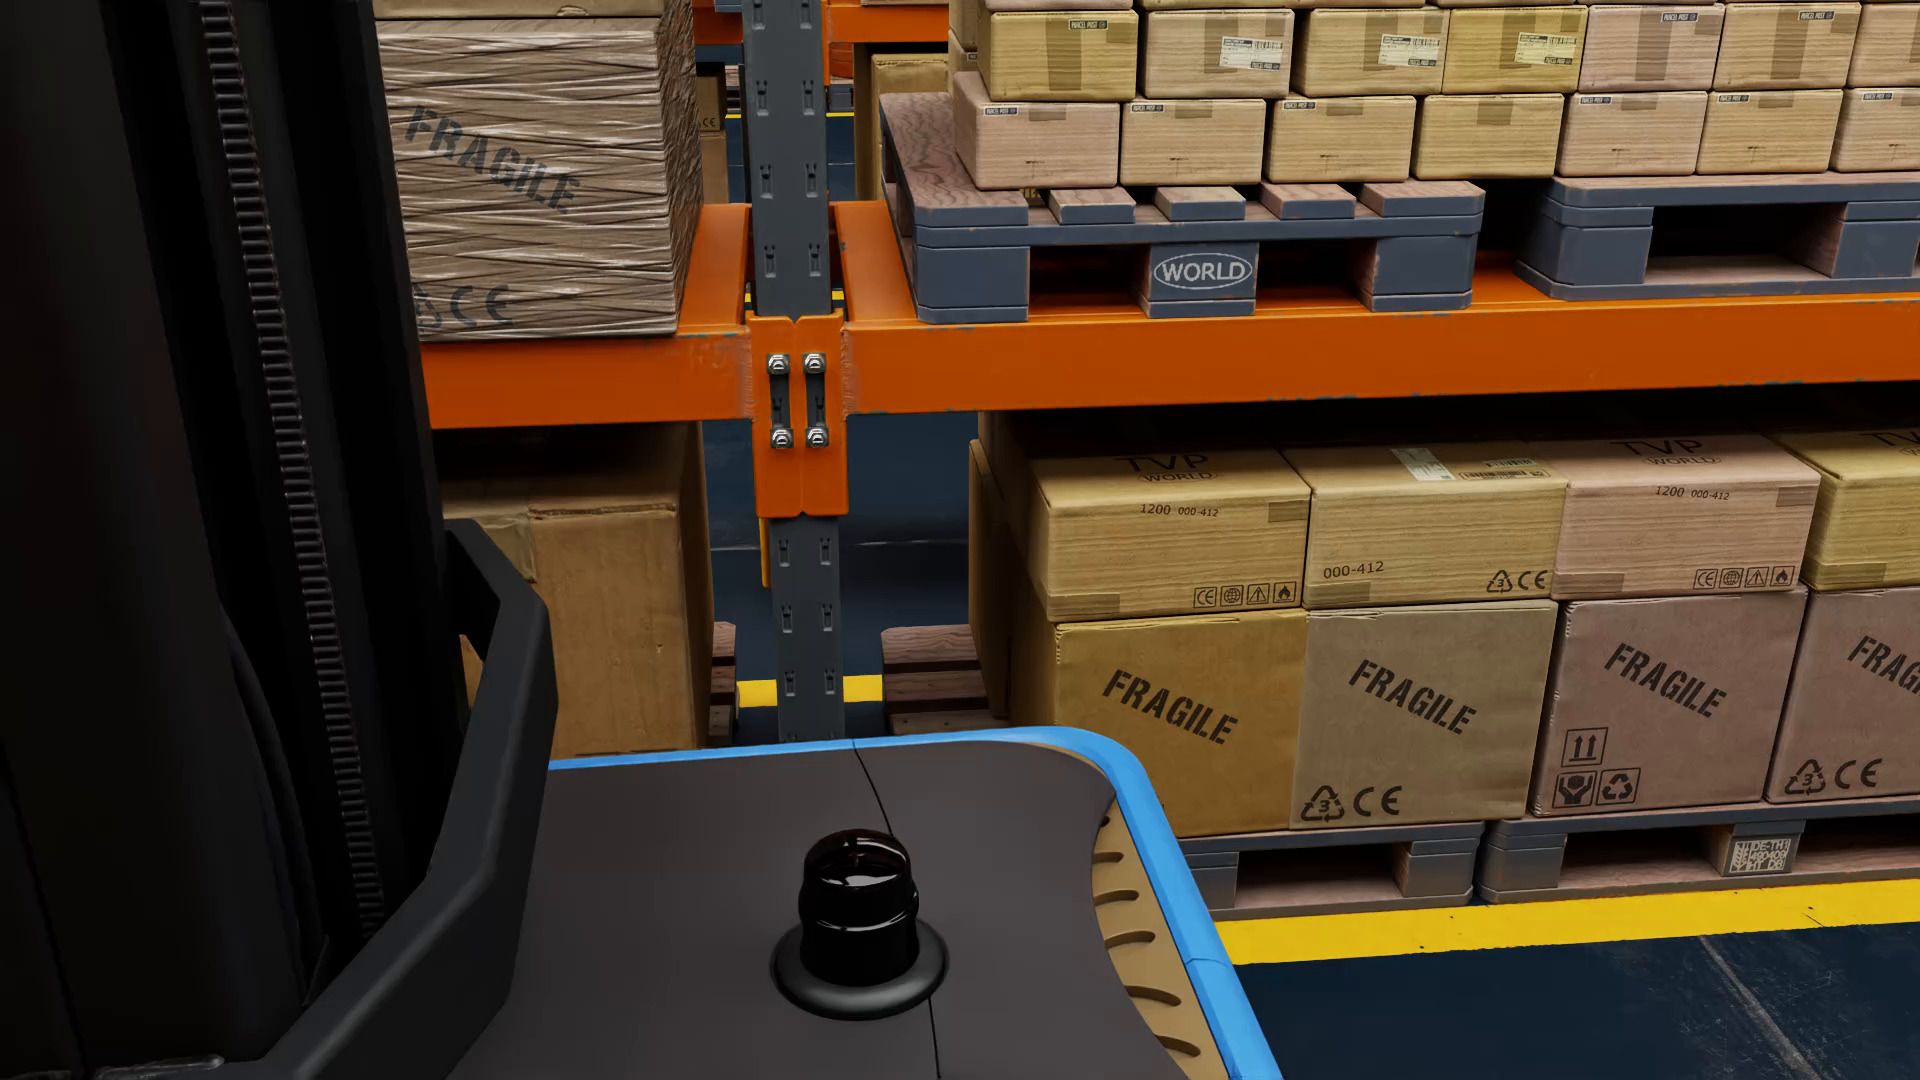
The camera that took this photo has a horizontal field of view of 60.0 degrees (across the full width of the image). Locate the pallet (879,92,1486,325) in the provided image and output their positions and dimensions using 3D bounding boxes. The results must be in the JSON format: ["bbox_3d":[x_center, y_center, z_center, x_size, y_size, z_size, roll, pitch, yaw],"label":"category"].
[{"bbox_3d":[0.366,-0.730,3.436,1.003,0.211,1.213,-2,24,-5],"label":"pallet"}]

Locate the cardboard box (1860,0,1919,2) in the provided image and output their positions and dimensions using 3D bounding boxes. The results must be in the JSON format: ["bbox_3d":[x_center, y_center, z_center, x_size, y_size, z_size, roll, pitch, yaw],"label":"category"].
[{"bbox_3d":[1.702,-1.097,3.085,0.250,0.149,0.380,-3,24,-6],"label":"cardboard box"}]

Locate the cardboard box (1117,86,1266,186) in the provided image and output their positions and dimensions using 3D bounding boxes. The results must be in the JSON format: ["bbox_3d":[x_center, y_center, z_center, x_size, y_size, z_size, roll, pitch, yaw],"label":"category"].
[{"bbox_3d":[0.399,-0.770,3.082,0.250,0.149,0.380,-1,24,-3],"label":"cardboard box"}]

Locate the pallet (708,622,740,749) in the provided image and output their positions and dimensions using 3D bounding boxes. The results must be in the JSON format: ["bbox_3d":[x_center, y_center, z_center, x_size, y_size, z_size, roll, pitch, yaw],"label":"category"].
[{"bbox_3d":[-1.125,0.529,3.800,1.213,0.211,1.003,-2,24,-5],"label":"pallet"}]

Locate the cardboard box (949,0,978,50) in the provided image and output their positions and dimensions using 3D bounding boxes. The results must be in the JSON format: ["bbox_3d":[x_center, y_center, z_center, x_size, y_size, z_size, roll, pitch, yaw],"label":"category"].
[{"bbox_3d":[0.114,-1.163,3.600,0.250,0.149,0.380,-2,24,-4],"label":"cardboard box"}]

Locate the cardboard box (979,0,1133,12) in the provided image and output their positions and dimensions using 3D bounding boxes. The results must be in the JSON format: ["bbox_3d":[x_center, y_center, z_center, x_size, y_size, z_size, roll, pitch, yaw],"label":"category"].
[{"bbox_3d":[0.150,-1.036,2.947,0.250,0.149,0.380,-2,24,-5],"label":"cardboard box"}]

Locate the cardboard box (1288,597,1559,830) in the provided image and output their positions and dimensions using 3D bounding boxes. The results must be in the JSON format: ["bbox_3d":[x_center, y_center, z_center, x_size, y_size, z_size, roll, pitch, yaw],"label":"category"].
[{"bbox_3d":[0.896,0.257,3.538,0.500,0.500,0.500,-2,24,-5],"label":"cardboard box"}]

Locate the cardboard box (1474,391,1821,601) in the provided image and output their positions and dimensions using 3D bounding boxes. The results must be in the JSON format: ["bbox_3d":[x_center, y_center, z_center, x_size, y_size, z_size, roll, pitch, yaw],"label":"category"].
[{"bbox_3d":[1.375,-0.103,3.426,0.500,0.250,0.500,-2,24,-5],"label":"cardboard box"}]

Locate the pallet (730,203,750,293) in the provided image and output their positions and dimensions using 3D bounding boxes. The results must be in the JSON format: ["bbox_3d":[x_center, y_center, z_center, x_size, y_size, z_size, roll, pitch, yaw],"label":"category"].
[{"bbox_3d":[-1.498,-1.450,8.253,1.213,0.211,1.003,-2,24,-5],"label":"pallet"}]

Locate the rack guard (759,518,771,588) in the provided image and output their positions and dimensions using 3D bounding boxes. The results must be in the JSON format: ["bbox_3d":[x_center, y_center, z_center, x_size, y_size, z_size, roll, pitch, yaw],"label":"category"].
[{"bbox_3d":[-0.571,-0.091,5.148,0.087,0.250,0.587,-2,24,-5],"label":"rack guard"}]

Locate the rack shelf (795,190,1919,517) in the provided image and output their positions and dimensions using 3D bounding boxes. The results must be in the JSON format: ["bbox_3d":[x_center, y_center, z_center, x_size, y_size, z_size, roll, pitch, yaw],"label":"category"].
[{"bbox_3d":[1.657,-0.497,3.562,4.000,0.370,1.077,-2,24,-5],"label":"rack shelf"}]

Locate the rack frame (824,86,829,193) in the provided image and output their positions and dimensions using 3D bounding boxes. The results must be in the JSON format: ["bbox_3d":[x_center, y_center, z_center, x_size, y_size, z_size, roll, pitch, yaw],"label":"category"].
[{"bbox_3d":[-0.720,-2.755,7.756,0.127,3.000,1.000,-2,24,-5],"label":"rack frame"}]

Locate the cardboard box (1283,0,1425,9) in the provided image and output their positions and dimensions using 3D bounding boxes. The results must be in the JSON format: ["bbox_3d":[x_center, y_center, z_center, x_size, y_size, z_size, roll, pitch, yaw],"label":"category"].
[{"bbox_3d":[0.658,-1.055,2.991,0.250,0.149,0.380,-2,24,-5],"label":"cardboard box"}]

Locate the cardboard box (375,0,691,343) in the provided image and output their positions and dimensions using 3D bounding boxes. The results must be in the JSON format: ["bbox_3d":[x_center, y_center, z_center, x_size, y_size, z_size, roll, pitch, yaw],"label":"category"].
[{"bbox_3d":[-0.755,-0.665,2.931,0.500,0.500,0.500,-2,24,-5],"label":"cardboard box"}]

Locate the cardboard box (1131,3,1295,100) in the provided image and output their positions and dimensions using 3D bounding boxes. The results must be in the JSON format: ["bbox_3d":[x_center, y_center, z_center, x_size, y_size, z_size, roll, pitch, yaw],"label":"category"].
[{"bbox_3d":[0.438,-0.909,3.028,0.250,0.149,0.380,-1,24,-3],"label":"cardboard box"}]

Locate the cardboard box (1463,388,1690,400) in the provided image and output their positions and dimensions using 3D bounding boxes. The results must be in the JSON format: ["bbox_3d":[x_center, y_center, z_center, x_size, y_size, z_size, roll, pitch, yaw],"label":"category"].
[{"bbox_3d":[1.331,-0.310,3.893,0.500,0.250,0.500,-2,24,-4],"label":"cardboard box"}]

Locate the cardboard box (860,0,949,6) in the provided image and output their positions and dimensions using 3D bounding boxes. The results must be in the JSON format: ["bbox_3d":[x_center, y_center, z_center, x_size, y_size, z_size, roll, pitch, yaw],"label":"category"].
[{"bbox_3d":[-0.210,-2.710,7.531,0.500,0.500,0.500,-2,24,-4],"label":"cardboard box"}]

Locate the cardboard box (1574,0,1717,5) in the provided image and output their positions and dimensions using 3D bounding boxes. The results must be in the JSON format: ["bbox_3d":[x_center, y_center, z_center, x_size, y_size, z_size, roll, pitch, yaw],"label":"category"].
[{"bbox_3d":[1.190,-1.077,3.040,0.250,0.149,0.380,-1,24,-3],"label":"cardboard box"}]

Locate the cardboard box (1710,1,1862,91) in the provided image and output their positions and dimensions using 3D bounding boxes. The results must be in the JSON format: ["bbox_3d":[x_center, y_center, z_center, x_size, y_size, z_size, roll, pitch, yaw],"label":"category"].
[{"bbox_3d":[1.449,-0.949,3.119,0.250,0.149,0.380,-3,24,-6],"label":"cardboard box"}]

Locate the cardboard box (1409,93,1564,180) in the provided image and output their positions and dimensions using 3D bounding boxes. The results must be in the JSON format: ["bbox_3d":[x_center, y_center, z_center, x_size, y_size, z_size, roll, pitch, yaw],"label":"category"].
[{"bbox_3d":[0.936,-0.793,3.133,0.250,0.149,0.380,-1,24,-3],"label":"cardboard box"}]

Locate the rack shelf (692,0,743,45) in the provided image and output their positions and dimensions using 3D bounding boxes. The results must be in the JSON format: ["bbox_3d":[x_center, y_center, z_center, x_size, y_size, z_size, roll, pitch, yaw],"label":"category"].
[{"bbox_3d":[-2.710,-2.347,7.722,4.000,0.370,1.077,-2,24,-5],"label":"rack shelf"}]

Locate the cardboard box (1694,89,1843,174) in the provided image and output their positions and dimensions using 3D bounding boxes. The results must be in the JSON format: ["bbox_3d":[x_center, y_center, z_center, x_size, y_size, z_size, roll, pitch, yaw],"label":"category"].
[{"bbox_3d":[1.451,-0.813,3.179,0.250,0.149,0.380,-2,24,-4],"label":"cardboard box"}]

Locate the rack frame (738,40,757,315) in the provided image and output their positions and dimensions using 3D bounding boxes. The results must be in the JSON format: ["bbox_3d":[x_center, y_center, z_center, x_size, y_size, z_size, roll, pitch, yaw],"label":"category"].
[{"bbox_3d":[-0.591,-0.662,4.892,0.032,1.500,0.500,-2,24,-5],"label":"rack frame"}]

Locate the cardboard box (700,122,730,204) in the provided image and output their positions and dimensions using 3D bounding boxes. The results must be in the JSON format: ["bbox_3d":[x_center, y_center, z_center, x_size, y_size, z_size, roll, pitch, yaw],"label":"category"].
[{"bbox_3d":[-1.385,-1.779,8.096,0.500,0.500,0.700,-4,24,-8],"label":"cardboard box"}]

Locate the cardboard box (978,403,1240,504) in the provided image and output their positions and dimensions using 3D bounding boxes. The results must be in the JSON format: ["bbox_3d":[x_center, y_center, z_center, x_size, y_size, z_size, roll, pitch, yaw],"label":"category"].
[{"bbox_3d":[0.322,-0.272,3.806,0.500,0.250,0.500,-3,24,-6],"label":"cardboard box"}]

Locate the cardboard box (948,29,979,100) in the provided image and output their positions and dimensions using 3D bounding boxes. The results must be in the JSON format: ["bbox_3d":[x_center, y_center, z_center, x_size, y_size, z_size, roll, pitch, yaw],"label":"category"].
[{"bbox_3d":[0.113,-1.029,3.664,0.250,0.149,0.380,-2,24,-4],"label":"cardboard box"}]

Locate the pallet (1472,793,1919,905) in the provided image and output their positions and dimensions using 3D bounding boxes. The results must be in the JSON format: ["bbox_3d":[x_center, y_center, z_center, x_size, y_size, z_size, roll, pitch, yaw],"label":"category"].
[{"bbox_3d":[1.656,0.450,3.978,1.213,0.211,1.003,-2,24,-5],"label":"pallet"}]

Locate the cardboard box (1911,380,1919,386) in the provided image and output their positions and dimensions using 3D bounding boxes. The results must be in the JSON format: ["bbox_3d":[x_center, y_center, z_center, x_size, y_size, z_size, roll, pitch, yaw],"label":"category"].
[{"bbox_3d":[2.357,-0.353,3.989,0.500,0.250,0.500,-2,24,-4],"label":"cardboard box"}]

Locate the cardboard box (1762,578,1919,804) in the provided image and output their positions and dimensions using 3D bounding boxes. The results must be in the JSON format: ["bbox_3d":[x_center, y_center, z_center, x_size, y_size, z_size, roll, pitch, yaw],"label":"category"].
[{"bbox_3d":[1.914,0.215,3.634,0.500,0.500,0.500,-3,24,-6],"label":"cardboard box"}]

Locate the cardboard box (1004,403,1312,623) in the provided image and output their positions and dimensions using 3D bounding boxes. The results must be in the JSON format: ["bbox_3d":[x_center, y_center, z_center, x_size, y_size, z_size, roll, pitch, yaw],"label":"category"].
[{"bbox_3d":[0.377,-0.068,3.348,0.500,0.250,0.500,-3,24,-8],"label":"cardboard box"}]

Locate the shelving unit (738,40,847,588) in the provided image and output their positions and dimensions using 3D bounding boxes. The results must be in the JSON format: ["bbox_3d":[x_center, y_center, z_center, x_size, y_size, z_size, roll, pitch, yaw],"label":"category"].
[{"bbox_3d":[-0.076,-0.682,4.939,1.083,1.500,0.587,-2,24,-5],"label":"shelving unit"}]

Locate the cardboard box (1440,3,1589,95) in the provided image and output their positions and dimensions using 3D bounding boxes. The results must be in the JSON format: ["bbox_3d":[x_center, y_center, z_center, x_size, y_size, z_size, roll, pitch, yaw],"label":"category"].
[{"bbox_3d":[0.954,-0.931,3.078,0.250,0.149,0.380,-2,24,-5],"label":"cardboard box"}]

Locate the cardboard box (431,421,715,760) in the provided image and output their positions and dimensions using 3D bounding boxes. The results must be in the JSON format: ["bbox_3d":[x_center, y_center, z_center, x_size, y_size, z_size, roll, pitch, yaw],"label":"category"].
[{"bbox_3d":[-0.948,0.078,3.635,0.750,0.750,1.050,-3,24,-6],"label":"cardboard box"}]
